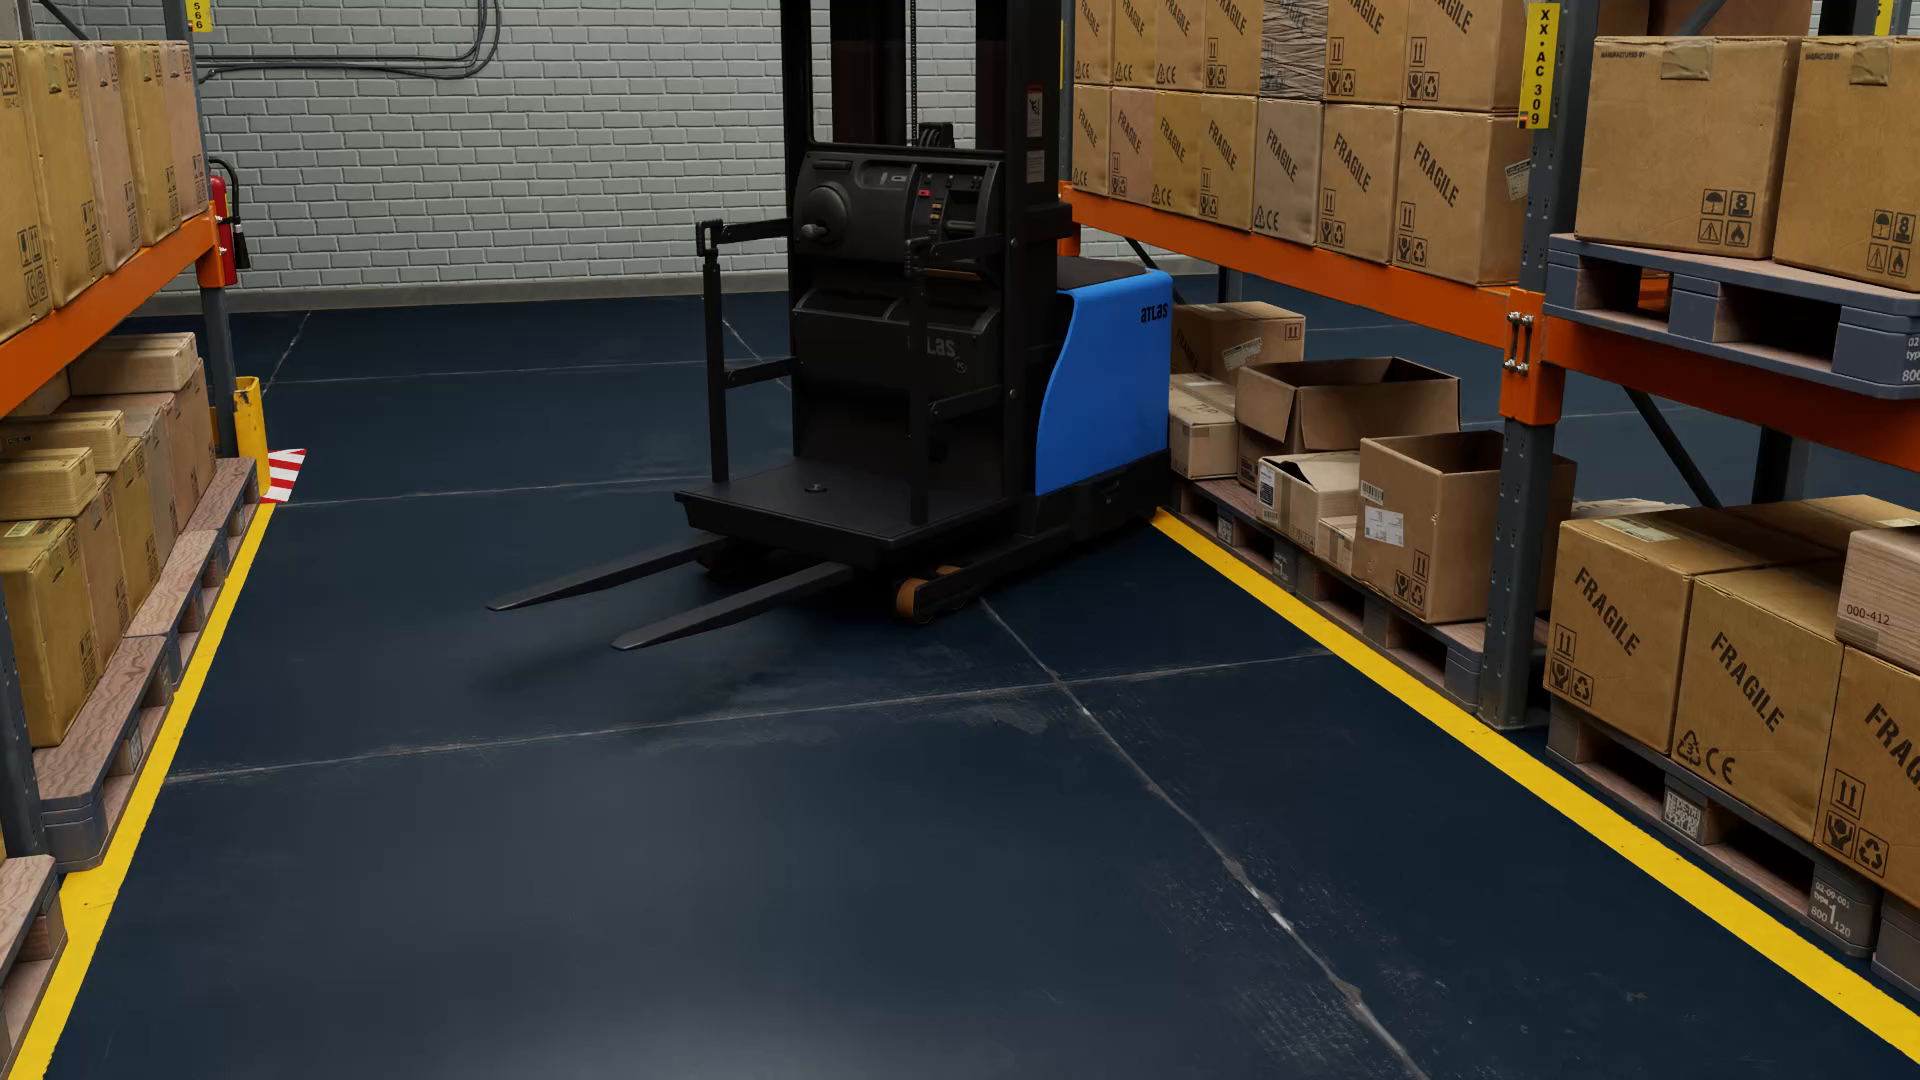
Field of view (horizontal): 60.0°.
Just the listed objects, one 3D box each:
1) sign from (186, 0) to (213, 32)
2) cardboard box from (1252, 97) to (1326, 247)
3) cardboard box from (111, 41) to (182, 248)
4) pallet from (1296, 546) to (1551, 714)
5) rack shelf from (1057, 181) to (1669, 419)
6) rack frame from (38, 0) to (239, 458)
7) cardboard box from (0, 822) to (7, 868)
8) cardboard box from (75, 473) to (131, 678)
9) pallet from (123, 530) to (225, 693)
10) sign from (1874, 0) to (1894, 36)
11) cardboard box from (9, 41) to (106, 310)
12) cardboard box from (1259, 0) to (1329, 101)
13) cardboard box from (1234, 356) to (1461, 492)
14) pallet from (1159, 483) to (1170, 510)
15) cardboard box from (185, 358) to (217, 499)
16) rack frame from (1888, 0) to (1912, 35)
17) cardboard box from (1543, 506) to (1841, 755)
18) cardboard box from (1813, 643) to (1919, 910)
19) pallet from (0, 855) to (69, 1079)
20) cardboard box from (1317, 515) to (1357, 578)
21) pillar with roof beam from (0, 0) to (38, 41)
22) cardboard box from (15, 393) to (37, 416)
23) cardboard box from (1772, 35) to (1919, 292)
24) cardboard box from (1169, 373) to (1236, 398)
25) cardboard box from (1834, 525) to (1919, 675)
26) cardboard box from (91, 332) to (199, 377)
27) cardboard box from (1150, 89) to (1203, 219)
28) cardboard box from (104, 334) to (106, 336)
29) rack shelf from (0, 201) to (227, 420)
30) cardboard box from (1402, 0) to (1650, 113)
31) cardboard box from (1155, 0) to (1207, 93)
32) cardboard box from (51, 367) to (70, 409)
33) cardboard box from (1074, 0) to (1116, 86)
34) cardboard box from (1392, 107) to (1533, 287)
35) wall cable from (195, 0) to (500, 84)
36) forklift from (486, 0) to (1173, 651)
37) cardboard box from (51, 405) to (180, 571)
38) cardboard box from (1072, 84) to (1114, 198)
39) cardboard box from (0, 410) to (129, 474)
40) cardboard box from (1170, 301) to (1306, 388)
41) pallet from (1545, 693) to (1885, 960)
[{"bbox_3d":[-3.251,-2.330,7.069,0.100,0.325,0.005,-5,17,-15],"label":"sign"},{"bbox_3d":[1.414,-1.359,6.089,0.500,0.500,0.500,-4,17,-14],"label":"cardboard box"},{"bbox_3d":[-3.416,-1.426,5.962,0.980,0.700,0.700,-5,17,-16],"label":"cardboard box"},{"bbox_3d":[1.897,0.237,5.797,1.003,0.211,1.213,-5,17,-15],"label":"pallet"},{"bbox_3d":[1.535,-1.117,6.709,1.077,0.370,4.000,-5,17,-15],"label":"rack shelf"},{"bbox_3d":[-3.776,-1.623,7.140,1.000,3.000,0.127,-5,17,-15],"label":"rack frame"},{"bbox_3d":[-2.373,0.482,3.141,0.750,0.750,0.750,-4,17,-15],"label":"cardboard box"},{"bbox_3d":[-2.919,0.126,4.934,0.700,0.500,0.500,-5,17,-16],"label":"cardboard box"},{"bbox_3d":[-3.150,0.265,5.704,1.003,0.211,1.213,-5,17,-15],"label":"pallet"},{"bbox_3d":[2.618,-1.508,4.746,0.100,0.325,0.005,-5,17,-15],"label":"sign"},{"bbox_3d":[-3.006,-1.013,4.590,0.980,0.700,0.700,-5,17,-17],"label":"cardboard box"},{"bbox_3d":[1.415,-1.836,5.938,0.500,0.500,0.500,-5,17,-15],"label":"cardboard box"},{"bbox_3d":[1.564,-0.443,6.788,0.797,0.503,0.637,-5,17,-15],"label":"cardboard box"},{"bbox_3d":[1.227,-0.438,8.044,1.003,0.211,1.213,-5,17,-15],"label":"pallet"},{"bbox_3d":[-3.488,-0.441,6.820,0.700,0.500,0.500,-5,17,-15],"label":"cardboard box"},{"bbox_3d":[5.749,-2.406,9.747,1.000,3.000,0.127,-5,17,-15],"label":"rack frame"},{"bbox_3d":[1.984,0.231,4.550,0.500,0.500,0.500,-6,18,-18],"label":"cardboard box"},{"bbox_3d":[2.271,0.516,3.600,0.500,0.500,0.500,-4,17,-15],"label":"cardboard box"},{"bbox_3d":[-2.392,1.027,3.167,1.003,0.211,1.213,-5,17,-15],"label":"pallet"},{"bbox_3d":[1.495,0.012,5.890,0.380,0.149,0.250,-5,17,-15],"label":"cardboard box"},{"bbox_3d":[-1.211,-5.515,9.668,9.100,9.000,0.400,-5,17,-15],"label":"pillar with roof beam"},{"bbox_3d":[-3.364,-0.420,5.623,0.380,0.149,0.250,-5,17,-15],"label":"cardboard box"},{"bbox_3d":[2.250,-0.824,3.577,0.700,0.500,0.500,-2,17,-6],"label":"cardboard box"},{"bbox_3d":[1.000,-0.598,7.743,0.500,0.250,0.500,-5,17,-15],"label":"cardboard box"},{"bbox_3d":[2.258,0.148,3.521,0.500,0.250,0.500,-5,17,-15],"label":"cardboard box"},{"bbox_3d":[-3.277,-0.730,6.657,0.380,0.149,0.250,-5,17,-16],"label":"cardboard box"},{"bbox_3d":[1.136,-1.638,7.018,0.500,0.500,0.500,-5,17,-15],"label":"cardboard box"},{"bbox_3d":[-3.714,-0.770,6.790,0.380,0.149,0.250,-5,17,-15],"label":"cardboard box"},{"bbox_3d":[-3.227,-0.725,5.401,1.077,0.370,4.000,-5,17,-15],"label":"rack shelf"},{"bbox_3d":[1.697,-1.555,5.003,0.500,0.500,0.500,-5,17,-15],"label":"cardboard box"},{"bbox_3d":[1.138,-2.116,6.869,0.500,0.500,0.500,-4,17,-14],"label":"cardboard box"},{"bbox_3d":[-3.506,-0.561,6.093,0.380,0.149,0.250,-5,17,-15],"label":"cardboard box"},{"bbox_3d":[0.854,-2.398,7.811,0.500,0.500,0.500,-4,17,-14],"label":"cardboard box"},{"bbox_3d":[1.701,-1.075,5.142,0.500,0.500,0.500,-4,17,-14],"label":"cardboard box"},{"bbox_3d":[-4.987,-4.601,12.026,3.097,2.526,0.112,-5,17,-15],"label":"wall cable"},{"bbox_3d":[-0.377,-1.261,6.056,1.130,2.935,3.031,12,21,35],"label":"forklift"},{"bbox_3d":[-3.211,-0.163,5.897,0.700,0.500,0.500,-5,18,-17],"label":"cardboard box"},{"bbox_3d":[0.854,-1.920,7.954,0.500,0.500,0.500,-4,17,-14],"label":"cardboard box"},{"bbox_3d":[-2.846,-0.299,5.222,0.380,0.149,0.250,-5,17,-17],"label":"cardboard box"},{"bbox_3d":[1.372,-0.898,8.307,0.500,0.500,0.500,-5,17,-15],"label":"cardboard box"},{"bbox_3d":[2.345,0.649,4.426,1.003,0.211,1.213,-5,17,-15],"label":"pallet"}]
